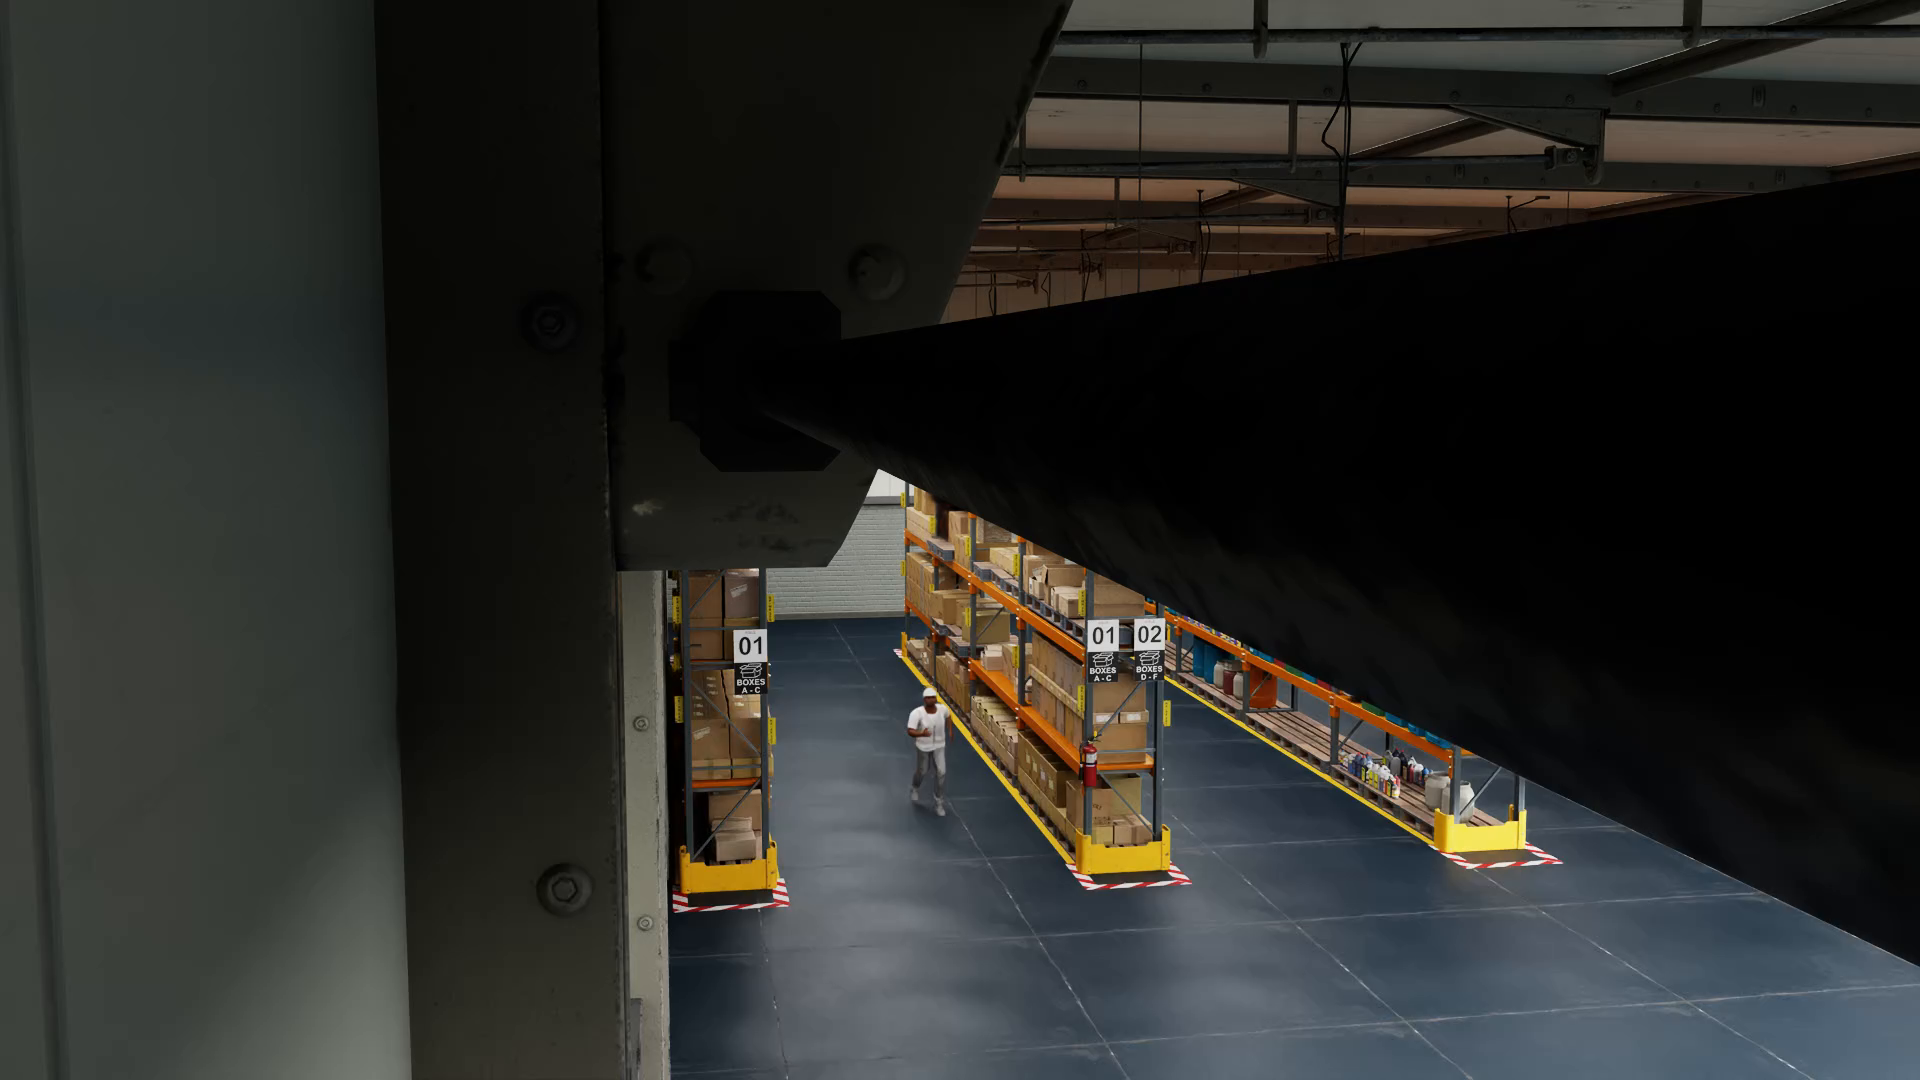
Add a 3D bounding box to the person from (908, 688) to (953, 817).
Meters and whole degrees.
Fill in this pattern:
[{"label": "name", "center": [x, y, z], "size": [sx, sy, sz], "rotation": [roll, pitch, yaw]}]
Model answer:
[{"label": "person", "center": [-0.431, 2.987, 23.806], "size": [0.710, 1.811, 0.913], "rotation": [-2, 6, -16]}]
